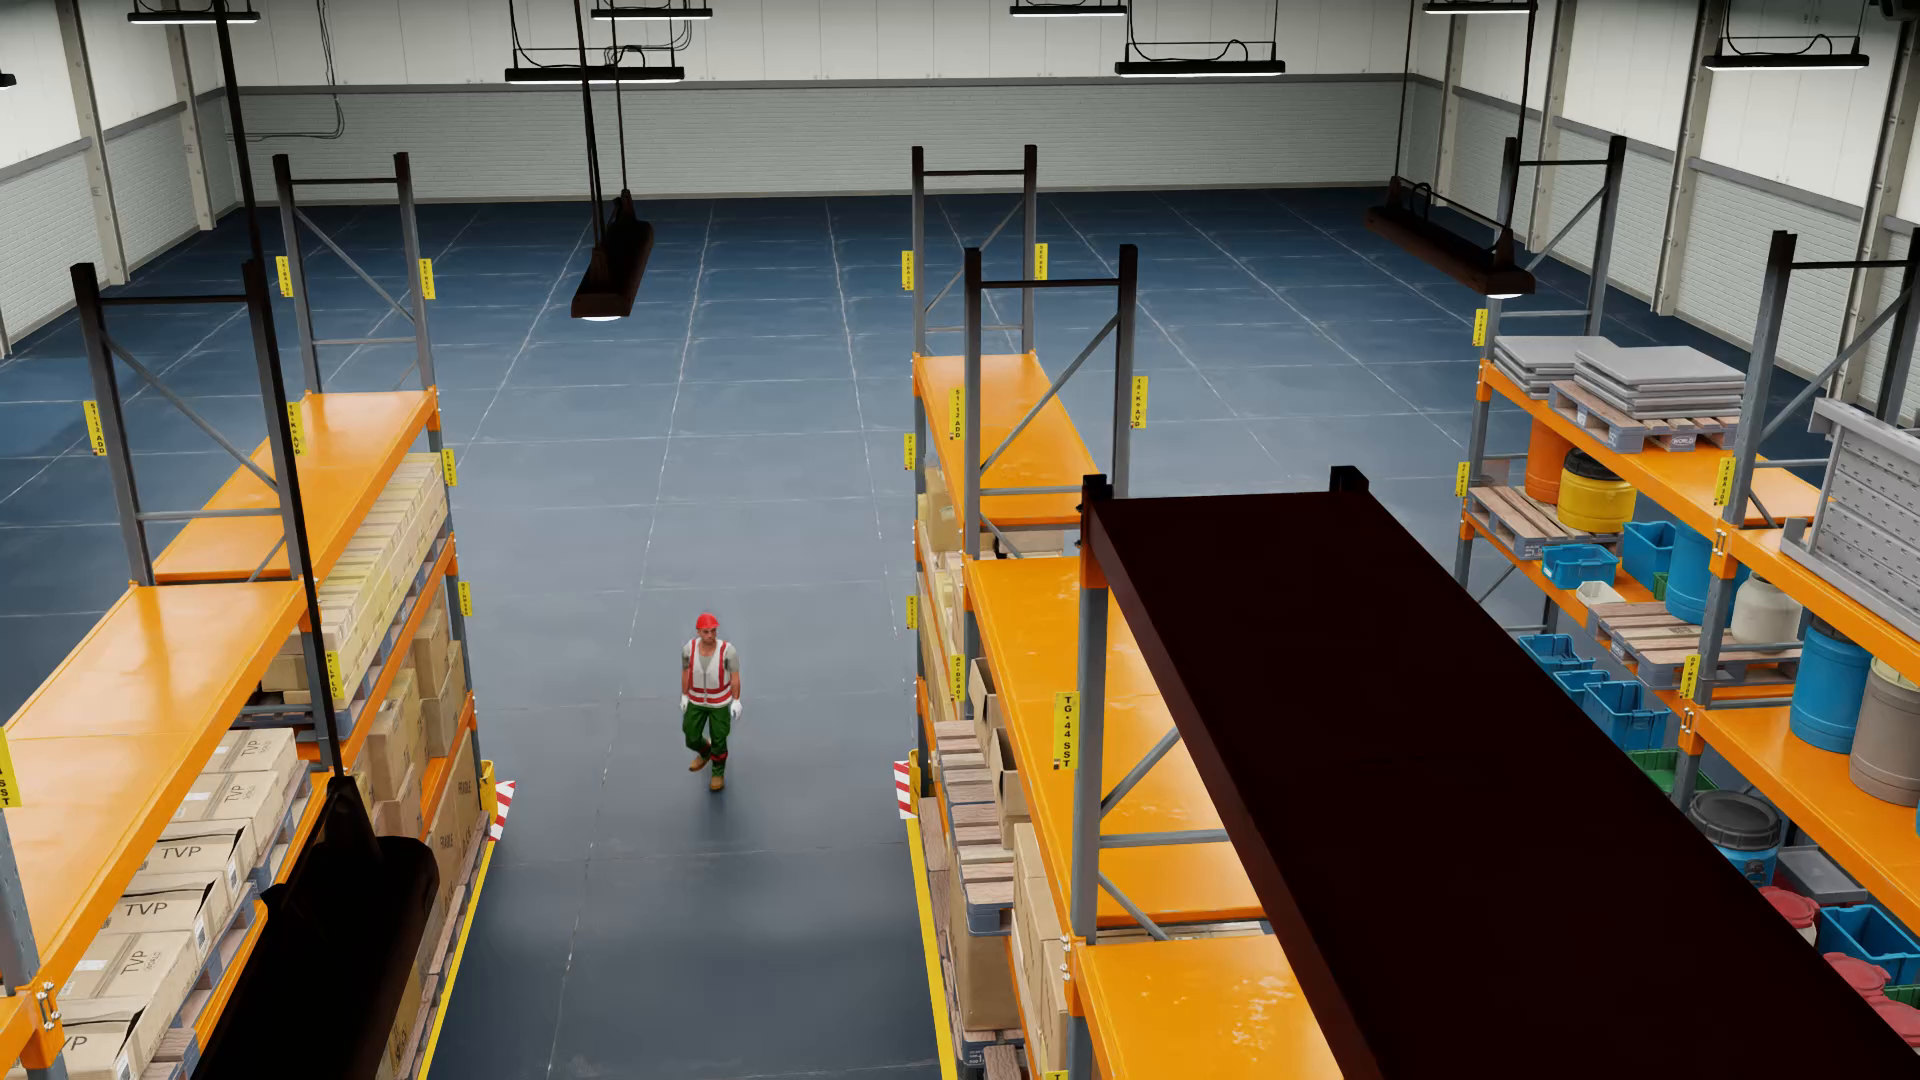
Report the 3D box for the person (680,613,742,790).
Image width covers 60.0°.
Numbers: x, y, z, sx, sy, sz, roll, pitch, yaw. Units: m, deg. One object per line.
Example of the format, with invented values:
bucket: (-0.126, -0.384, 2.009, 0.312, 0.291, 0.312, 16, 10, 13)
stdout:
person: (-2.314, 1.477, 15.483, 0.585, 1.781, 0.490, 2, 22, 6)
